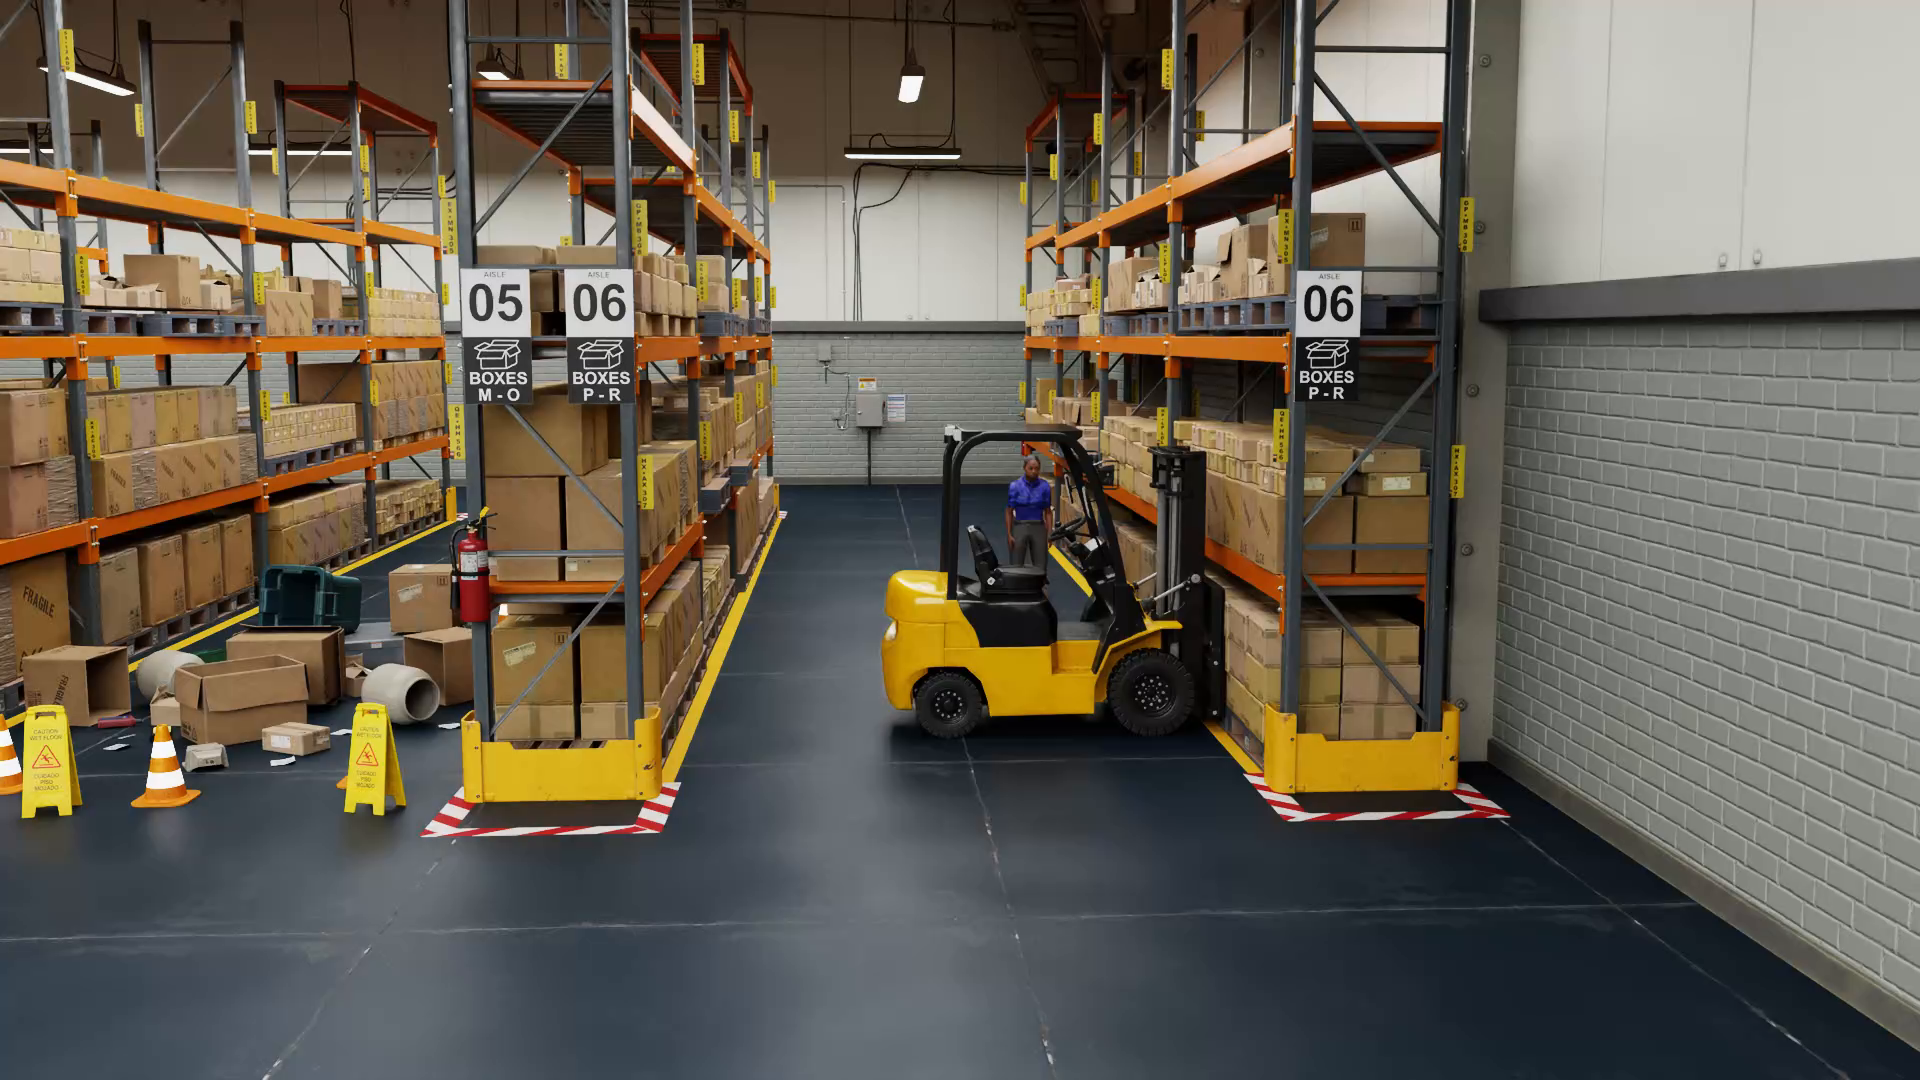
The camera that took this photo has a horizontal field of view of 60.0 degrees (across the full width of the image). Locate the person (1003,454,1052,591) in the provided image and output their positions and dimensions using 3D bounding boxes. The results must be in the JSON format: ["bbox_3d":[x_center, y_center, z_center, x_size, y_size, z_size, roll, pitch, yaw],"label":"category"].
[{"bbox_3d":[0.663,-0.028,16.500,0.512,1.654,0.351,-1,7,-6],"label":"person"}]
